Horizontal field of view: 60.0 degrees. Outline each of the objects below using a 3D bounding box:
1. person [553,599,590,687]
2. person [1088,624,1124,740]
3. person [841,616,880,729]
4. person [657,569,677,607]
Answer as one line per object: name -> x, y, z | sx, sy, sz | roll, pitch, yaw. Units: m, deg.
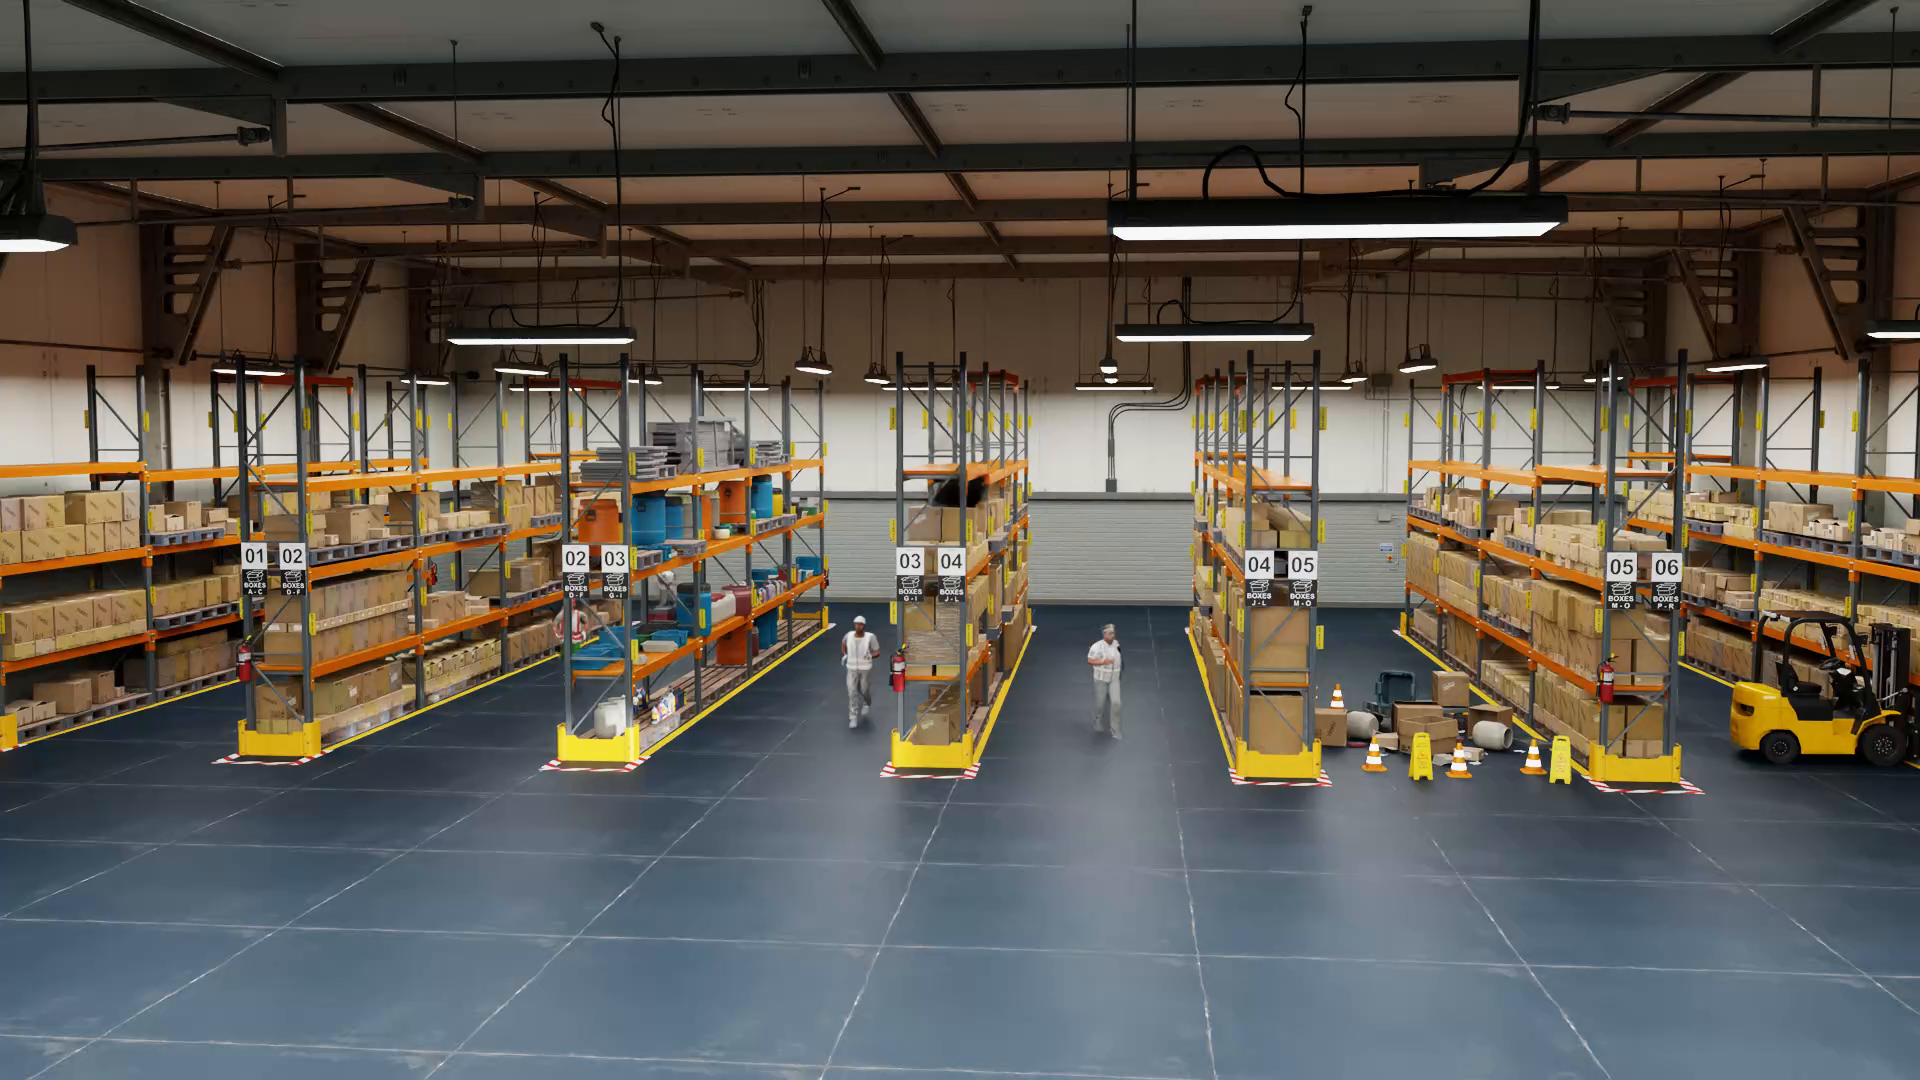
person -> -7.257, 1.919, 31.055 | 0.657, 1.771, 0.863 | -1, 4, -10
person -> 2.305, 2.243, 26.521 | 0.631, 1.847, 0.830 | -1, 4, -19
person -> -1.655, 2.146, 27.484 | 0.681, 1.792, 0.990 | 0, 4, 6
person -> -7.284, 1.241, 41.283 | 0.754, 1.727, 0.579 | 4, 6, 43
